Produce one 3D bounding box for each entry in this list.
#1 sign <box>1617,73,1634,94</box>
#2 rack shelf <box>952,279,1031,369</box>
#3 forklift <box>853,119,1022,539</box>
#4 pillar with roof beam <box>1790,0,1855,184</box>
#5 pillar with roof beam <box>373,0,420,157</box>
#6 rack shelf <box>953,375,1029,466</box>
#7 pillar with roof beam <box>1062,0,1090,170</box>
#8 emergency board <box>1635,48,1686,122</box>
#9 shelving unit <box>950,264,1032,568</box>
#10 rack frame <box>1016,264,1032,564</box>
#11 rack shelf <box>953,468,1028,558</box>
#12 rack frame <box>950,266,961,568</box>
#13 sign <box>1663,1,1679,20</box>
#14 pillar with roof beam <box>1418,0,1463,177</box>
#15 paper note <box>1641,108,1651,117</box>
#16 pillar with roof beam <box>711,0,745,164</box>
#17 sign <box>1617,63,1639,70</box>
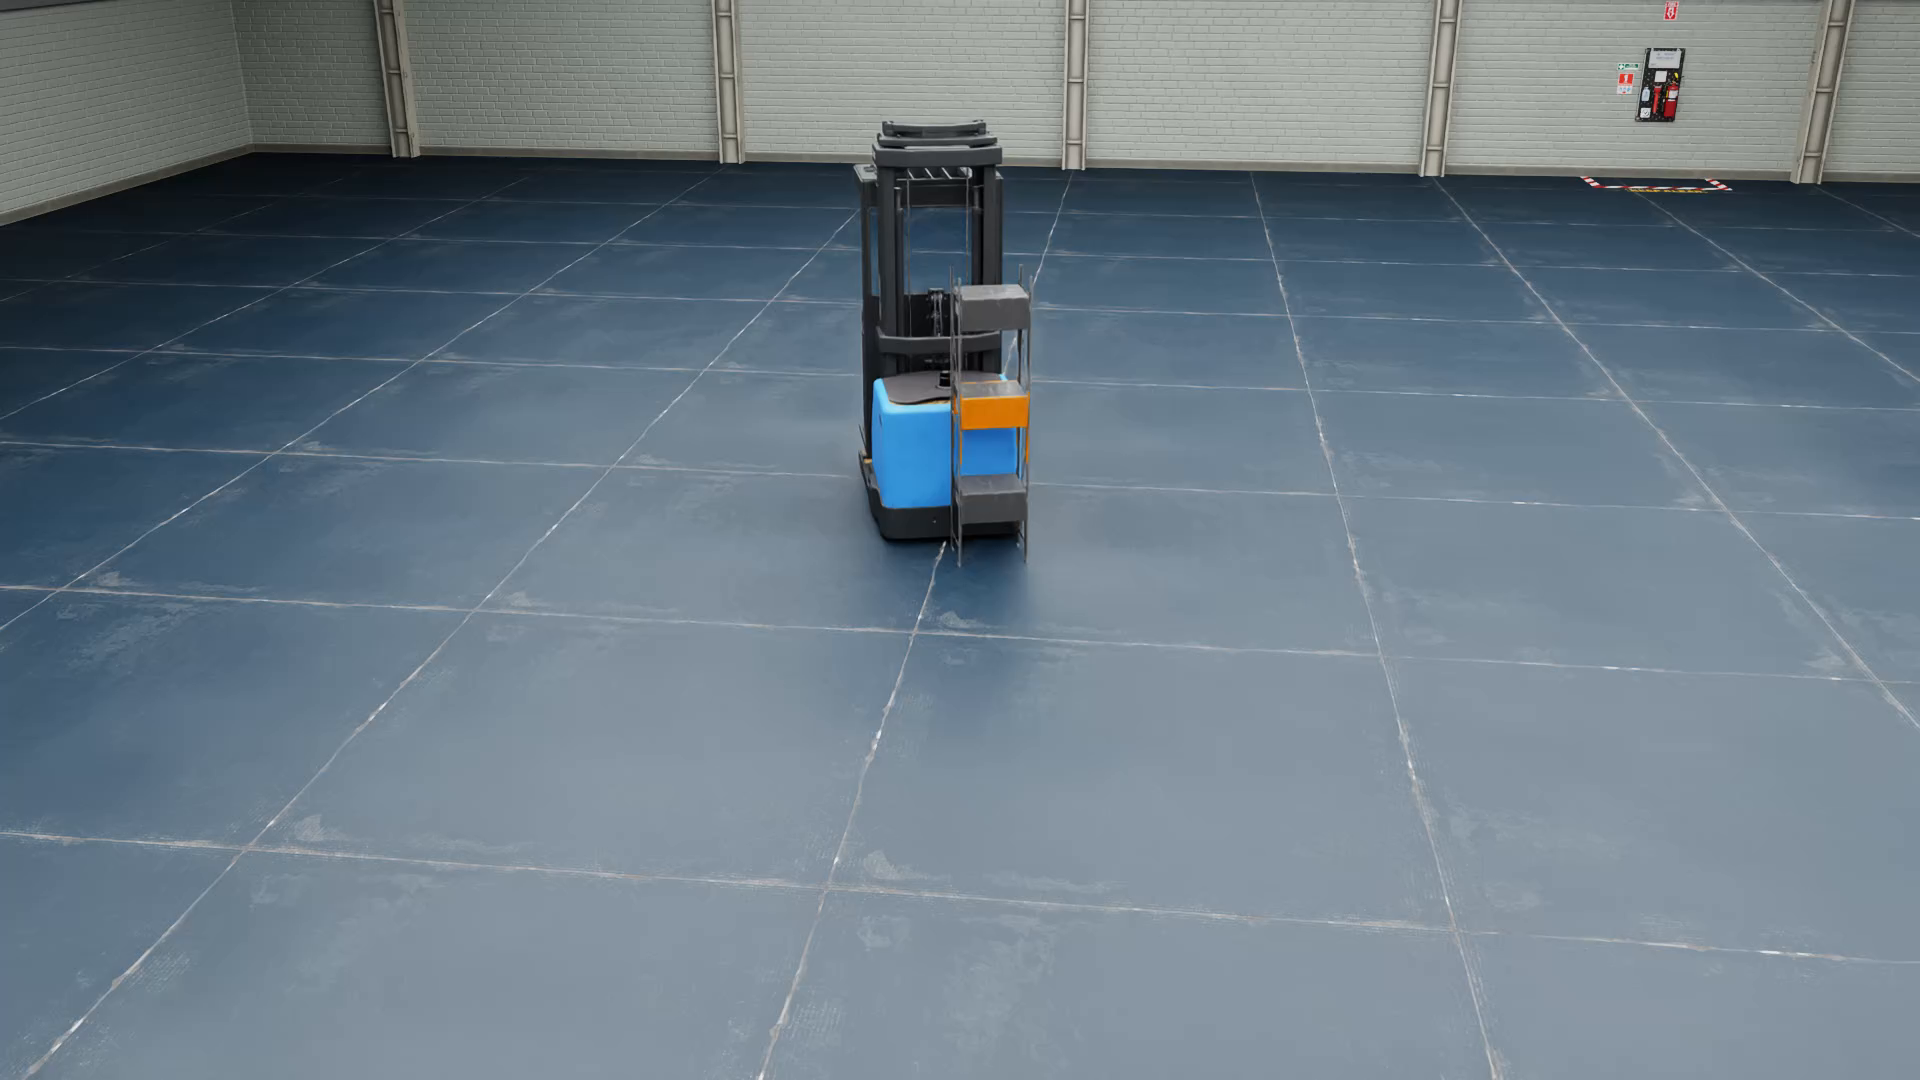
[{"bbox_3d":[10.888,-7.471,27.208,0.234,0.329,0.001,2,22,6],"label":"sign"},{"bbox_3d":[0.211,-1.499,11.508,0.480,0.518,0.431,-3,22,-8],"label":"rack shelf"},{"bbox_3d":[-0.248,-1.875,13.196,1.130,2.935,3.031,-3,22,-7],"label":"forklift"},{"bbox_3d":[13.368,-8.490,21.674,0.400,9.000,9.100,2,22,6],"label":"pillar with roof beam"},{"bbox_3d":[-10.465,-9.528,24.301,0.400,9.000,9.100,2,22,6],"label":"pillar with roof beam"},{"bbox_3d":[0.211,-0.848,11.766,0.480,0.518,0.431,-3,22,-8],"label":"rack shelf"},{"bbox_3d":[1.451,-9.009,22.988,0.400,9.000,9.100,2,22,6],"label":"pillar with roof beam"},{"bbox_3d":[11.425,-7.393,27.059,0.643,1.169,0.194,2,22,6],"label":"emergency board"},{"bbox_3d":[0.211,-0.861,11.761,0.503,2.100,0.431,-3,22,-8],"label":"shelving unit"},{"bbox_3d":[0.452,-0.874,11.795,0.015,2.100,0.400,-3,22,-8],"label":"rack frame"},{"bbox_3d":[0.211,-0.197,12.023,0.480,0.518,0.431,-3,22,-8],"label":"rack shelf"},{"bbox_3d":[-0.030,-0.847,11.726,0.015,2.100,0.400,-3,22,-8],"label":"rack frame"},{"bbox_3d":[11.429,-8.507,26.725,0.199,0.298,0.001,2,22,6],"label":"sign"},{"bbox_3d":[7.410,-8.749,22.331,0.400,9.000,9.100,2,22,6],"label":"pillar with roof beam"},{"bbox_3d":[11.257,-7.016,27.304,0.142,0.148,0.016,2,22,6],"label":"paper note"},{"bbox_3d":[-4.507,-9.269,23.644,0.400,9.000,9.100,2,22,6],"label":"pillar with roof beam"},{"bbox_3d":[10.892,-7.714,27.102,0.331,0.109,0.001,2,22,6],"label":"sign"}]
